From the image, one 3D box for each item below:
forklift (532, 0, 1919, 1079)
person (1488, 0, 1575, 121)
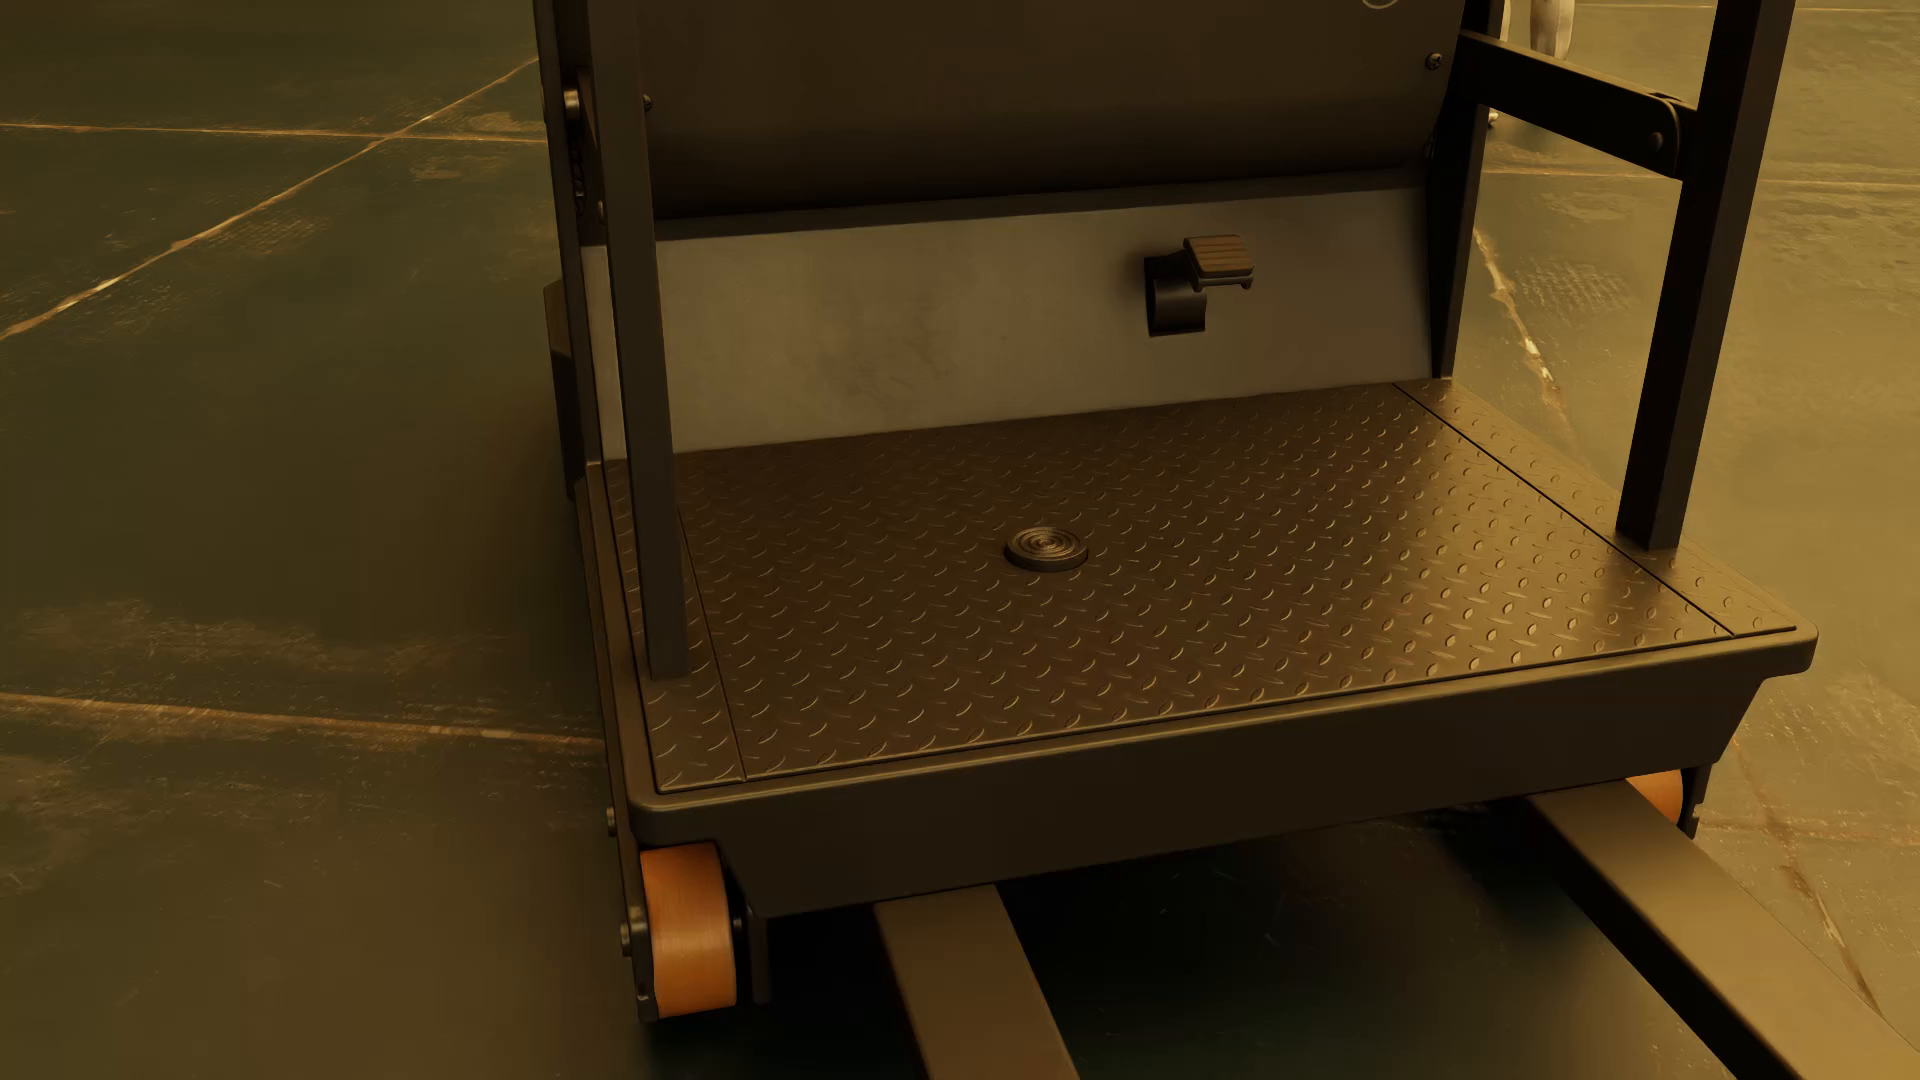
[{"bbox_3d":[0.153,-1.049,1.319,1.130,2.935,3.031,-7,27,-13],"label":"forklift"},{"bbox_3d":[1.578,-2.047,4.689,0.586,1.694,0.531,2,27,3],"label":"person"}]
